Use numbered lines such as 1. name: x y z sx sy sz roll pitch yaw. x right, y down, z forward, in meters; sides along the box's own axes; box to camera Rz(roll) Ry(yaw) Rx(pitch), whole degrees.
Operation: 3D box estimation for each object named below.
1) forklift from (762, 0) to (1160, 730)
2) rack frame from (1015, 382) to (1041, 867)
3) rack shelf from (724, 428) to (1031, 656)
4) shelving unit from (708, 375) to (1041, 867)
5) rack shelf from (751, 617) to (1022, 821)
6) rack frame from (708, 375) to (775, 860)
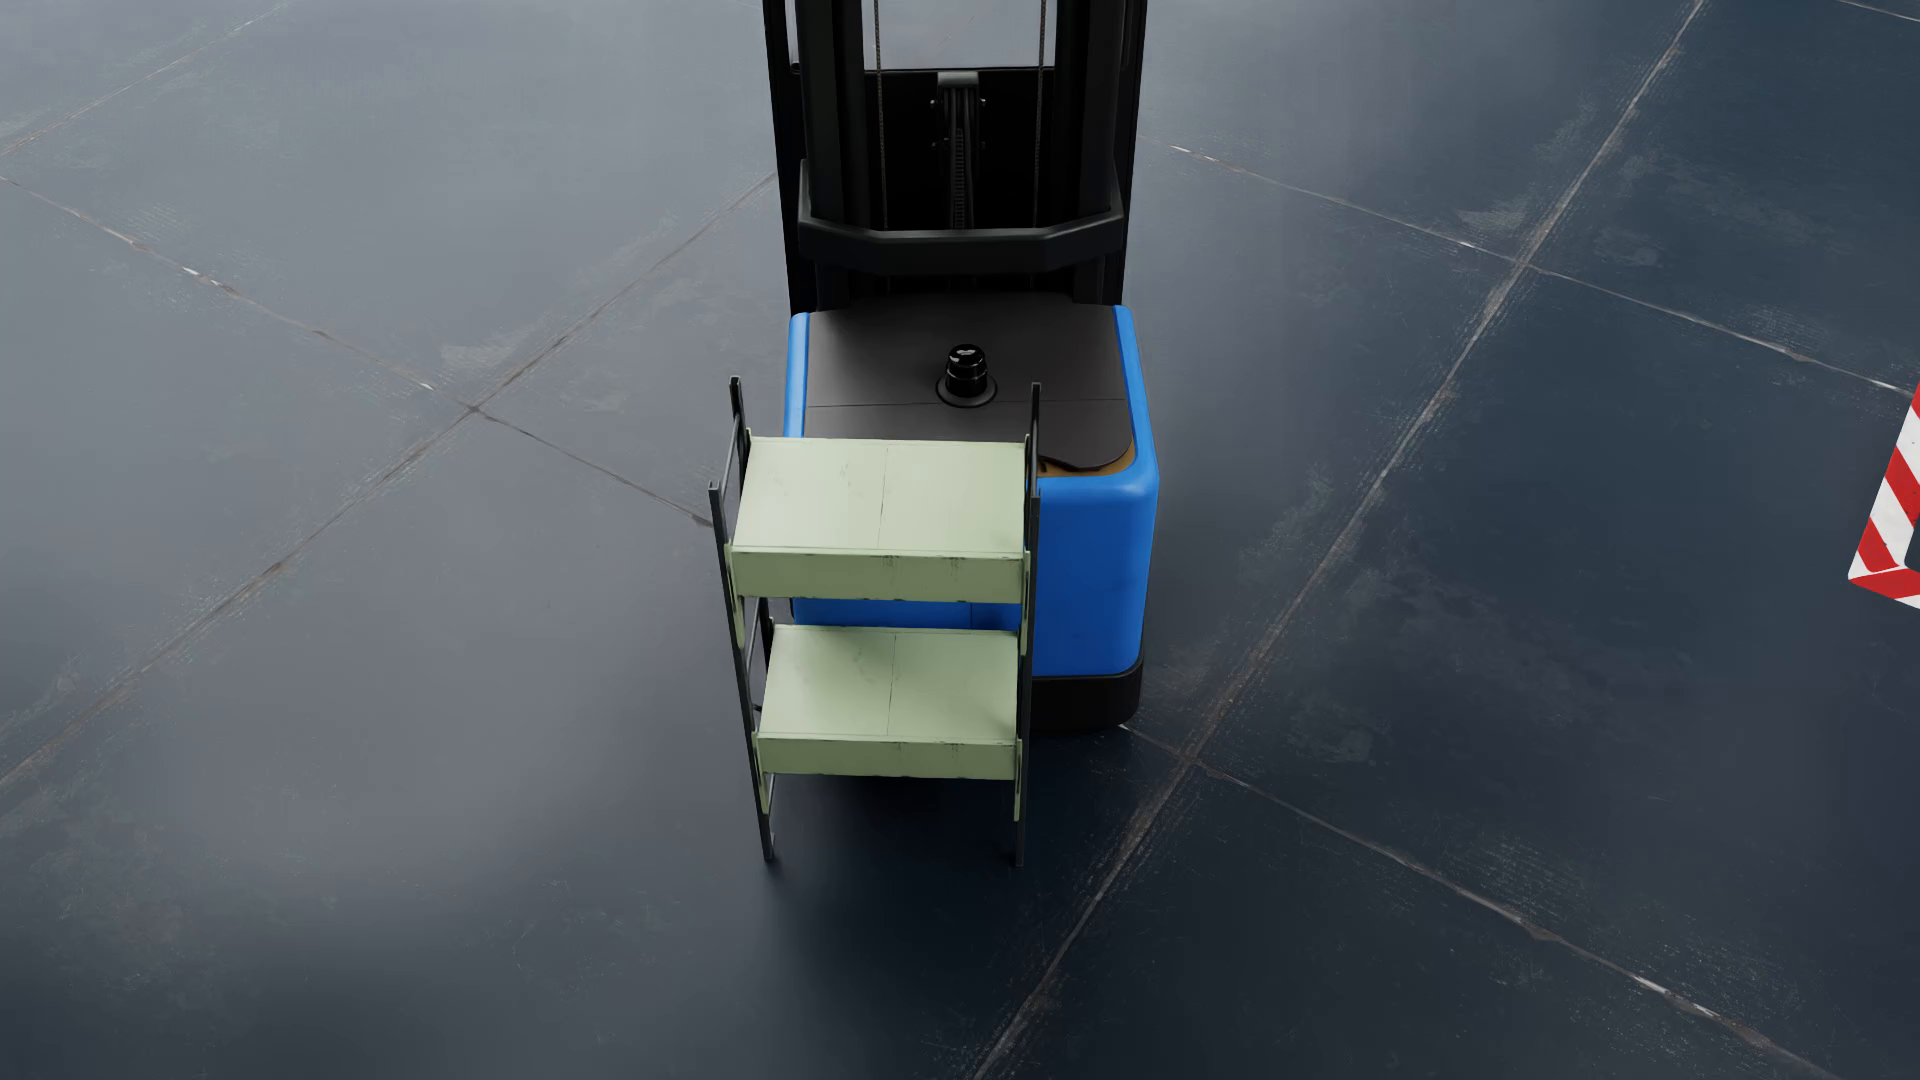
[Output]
1. forklift: -0.023 -1.471 5.136 1.130 2.935 3.031 -2 46 -1
2. rack frame: 0.178 0.284 4.428 0.023 1.500 0.400 1 46 1
3. rack shelf: -0.188 0.003 4.157 0.720 0.370 0.431 1 46 1
4. shelving unit: -0.188 0.275 4.437 0.755 1.500 0.431 1 46 1
5. rack shelf: -0.188 0.502 4.671 0.720 0.370 0.431 1 46 1
6. rack frame: -0.554 0.266 4.446 0.023 1.500 0.400 1 46 1
